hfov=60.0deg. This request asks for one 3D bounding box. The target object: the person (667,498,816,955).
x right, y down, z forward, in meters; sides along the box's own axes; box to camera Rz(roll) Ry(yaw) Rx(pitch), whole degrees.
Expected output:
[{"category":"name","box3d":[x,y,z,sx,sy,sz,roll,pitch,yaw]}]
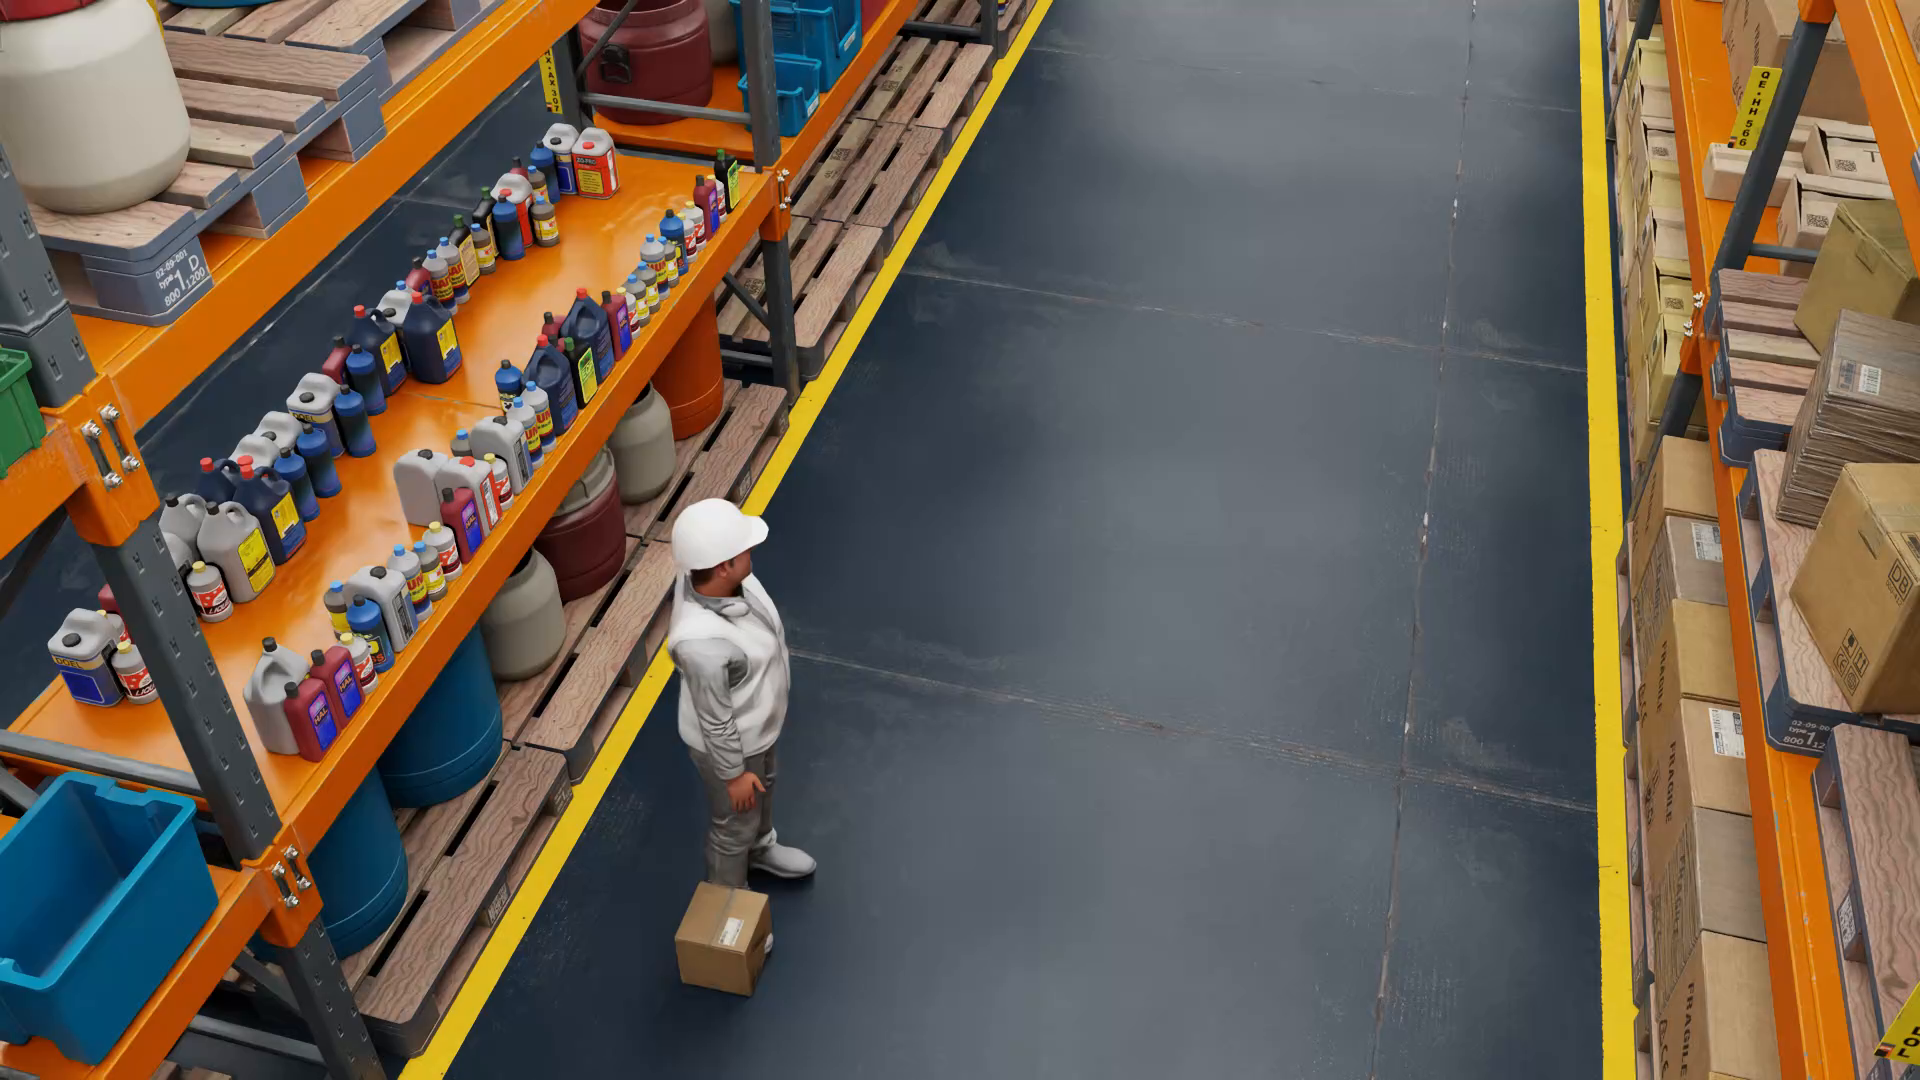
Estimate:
[{"category":"person","box3d":[-0.719,0.589,5.420,0.385,1.778,0.577,2,41,2]}]
